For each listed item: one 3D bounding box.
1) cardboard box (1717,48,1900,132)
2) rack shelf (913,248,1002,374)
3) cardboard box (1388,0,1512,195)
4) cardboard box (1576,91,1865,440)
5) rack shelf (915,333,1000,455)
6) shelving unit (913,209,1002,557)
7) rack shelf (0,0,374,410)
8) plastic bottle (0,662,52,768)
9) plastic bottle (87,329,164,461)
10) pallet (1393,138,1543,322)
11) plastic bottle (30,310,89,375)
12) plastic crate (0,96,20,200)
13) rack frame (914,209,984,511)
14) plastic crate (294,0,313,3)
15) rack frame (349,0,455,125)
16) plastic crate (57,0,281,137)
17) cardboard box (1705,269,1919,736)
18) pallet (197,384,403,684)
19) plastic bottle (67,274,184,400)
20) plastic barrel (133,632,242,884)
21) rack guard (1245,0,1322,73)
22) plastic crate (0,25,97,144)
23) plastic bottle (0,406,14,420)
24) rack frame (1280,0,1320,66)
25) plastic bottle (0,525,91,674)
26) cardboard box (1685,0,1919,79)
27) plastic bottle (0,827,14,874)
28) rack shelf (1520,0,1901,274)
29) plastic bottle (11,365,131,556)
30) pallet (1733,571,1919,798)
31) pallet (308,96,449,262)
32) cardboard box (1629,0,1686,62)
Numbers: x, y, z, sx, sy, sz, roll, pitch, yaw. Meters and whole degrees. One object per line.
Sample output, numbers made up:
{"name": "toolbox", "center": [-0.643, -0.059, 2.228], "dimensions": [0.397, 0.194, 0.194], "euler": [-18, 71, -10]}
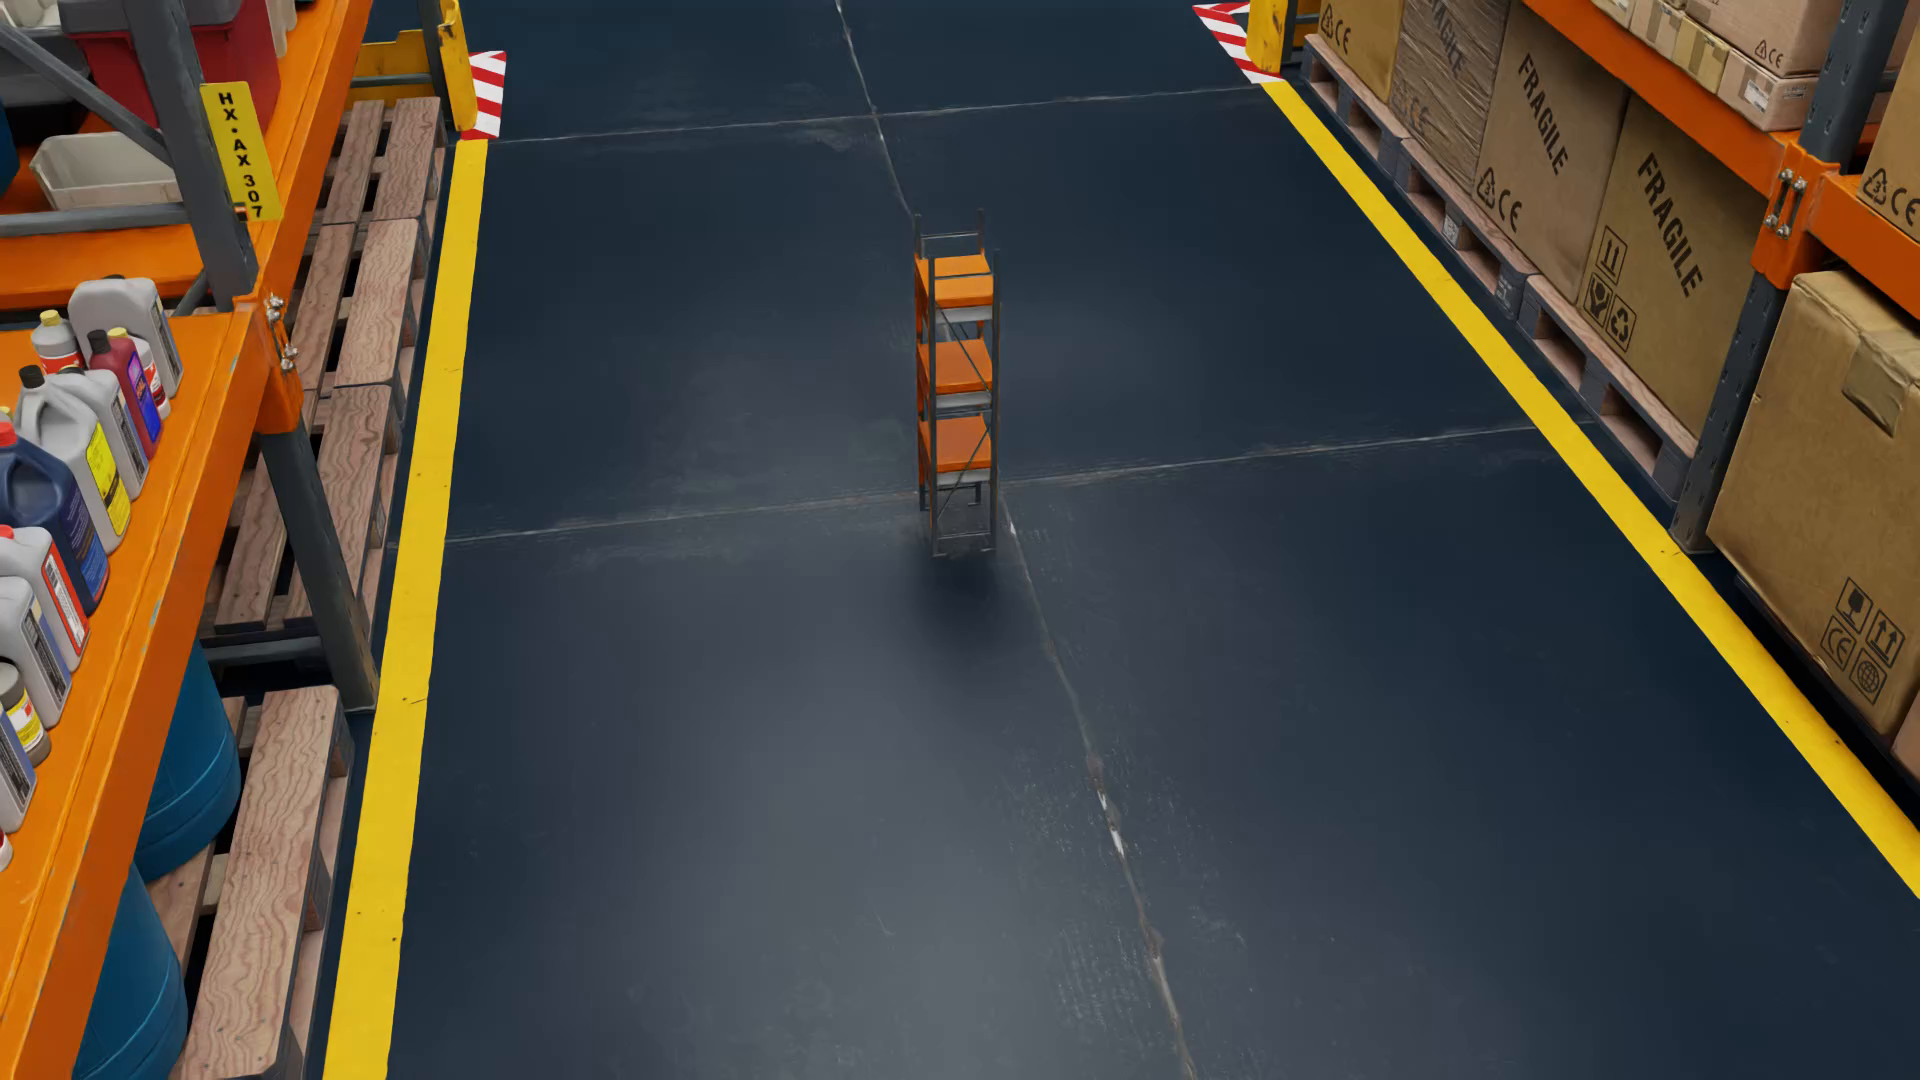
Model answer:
{"name": "cardboard box", "center": [2.371, -1.271, 4.646], "dimensions": [0.380, 0.149, 0.250], "euler": [-6, 38, -8]}
{"name": "rack shelf", "center": [-0.009, -0.663, 4.802], "dimensions": [0.215, 0.259, 0.240], "euler": [-6, 38, -8]}
{"name": "cardboard box", "center": [2.396, -2.036, 6.816], "dimensions": [0.875, 0.875, 0.875], "euler": [-6, 38, -8]}
{"name": "cardboard box", "center": [2.710, -0.955, 5.424], "dimensions": [0.875, 0.875, 0.875], "euler": [-6, 38, -8]}
{"name": "rack shelf", "center": [-0.009, -0.439, 4.976], "dimensions": [0.215, 0.259, 0.240], "euler": [-6, 38, -8]}
{"name": "shelving unit", "center": [-0.009, -0.447, 4.970], "dimensions": [0.215, 1.050, 0.252], "euler": [-6, 38, -8]}
{"name": "rack shelf", "center": [-2.480, -1.612, 5.467], "dimensions": [1.077, 0.370, 4.000], "euler": [-6, 38, -8]}
{"name": "plastic bottle", "center": [-1.519, 0.267, 2.623], "dimensions": [0.097, 0.201, 0.097], "euler": [0, 38, 0]}
{"name": "plastic bottle", "center": [-1.657, -0.304, 3.292], "dimensions": [0.061, 0.283, 0.133], "euler": [-6, 38, -8]}
{"name": "pallet", "center": [2.473, -1.326, 6.785], "dimensions": [1.003, 0.211, 1.213], "euler": [-6, 38, -8]}
{"name": "plastic bottle", "center": [-1.862, -0.382, 3.459], "dimensions": [0.097, 0.201, 0.097], "euler": [0, 38, 0]}
{"name": "plastic crate", "center": [-2.547, -0.951, 3.993], "dimensions": [0.392, 0.384, 0.575], "euler": [-6, 38, -8]}
{"name": "rack frame", "center": [-0.031, -0.521, 5.064], "dimensions": [0.200, 1.050, 0.008], "euler": [-6, 38, -8]}
{"name": "plastic crate", "center": [-2.218, -1.849, 5.273], "dimensions": [0.416, 0.233, 0.300], "euler": [-6, 38, -8]}
{"name": "rack frame", "center": [-2.831, -3.104, 6.801], "dimensions": [1.000, 3.000, 0.127], "euler": [-6, 38, -8]}
{"name": "plastic crate", "center": [-2.039, -1.304, 4.382], "dimensions": [0.402, 0.464, 0.583], "euler": [-6, 38, -8]}
{"name": "cardboard box", "center": [2.879, -0.164, 4.405], "dimensions": [1.225, 0.875, 0.875], "euler": [-6, 38, -8]}
{"name": "pallet", "center": [-2.297, -0.027, 5.113], "dimensions": [1.003, 0.211, 1.213], "euler": [-6, 38, -8]}
{"name": "plastic bottle", "center": [-1.742, -0.436, 3.468], "dimensions": [0.152, 0.276, 0.135], "euler": [-6, 38, -8]}
{"name": "plastic barrel", "center": [-2.051, 0.305, 3.781], "dimensions": [0.600, 0.901, 0.708], "euler": [-6, 38, -8]}
{"name": "rack guard", "center": [2.041, -2.665, 8.272], "dimensions": [1.175, 0.500, 0.348], "euler": [-6, 38, -8]}
{"name": "plastic crate", "center": [-2.590, -1.251, 4.590], "dimensions": [0.437, 0.125, 0.590], "euler": [-6, 38, -8]}
{"name": "plastic bottle", "center": [-1.798, -0.161, 3.175], "dimensions": [0.097, 0.201, 0.097], "euler": [0, 38, 0]}
{"name": "rack frame", "center": [2.045, -3.637, 7.487], "dimensions": [1.000, 3.000, 0.127], "euler": [-6, 38, -8]}
{"name": "plastic bottle", "center": [-1.590, 0.089, 2.791], "dimensions": [0.152, 0.276, 0.135], "euler": [-6, 38, -8]}
{"name": "cardboard box", "center": [2.411, -1.518, 4.639], "dimensions": [0.500, 0.250, 0.500], "euler": [-7, 38, -9]}
{"name": "plastic bottle", "center": [-1.478, 0.407, 2.443], "dimensions": [0.097, 0.201, 0.097], "euler": [0, 38, 0]}
{"name": "rack shelf", "center": [2.396, -2.145, 6.153], "dimensions": [1.077, 0.370, 4.000], "euler": [-6, 38, -8]}
{"name": "plastic bottle", "center": [-1.646, -0.149, 3.037], "dimensions": [0.144, 0.351, 0.185], "euler": [-6, 38, -8]}
{"name": "pallet", "center": [2.956, 0.338, 4.643], "dimensions": [1.003, 0.211, 1.213], "euler": [-6, 38, -8]}
{"name": "pallet", "center": [-2.724, -1.501, 7.010], "dimensions": [1.003, 0.211, 1.213], "euler": [-6, 38, -8]}
{"name": "cardboard box", "center": [2.281, -1.581, 5.045], "dimensions": [0.380, 0.149, 0.250], "euler": [-7, 38, -9]}
